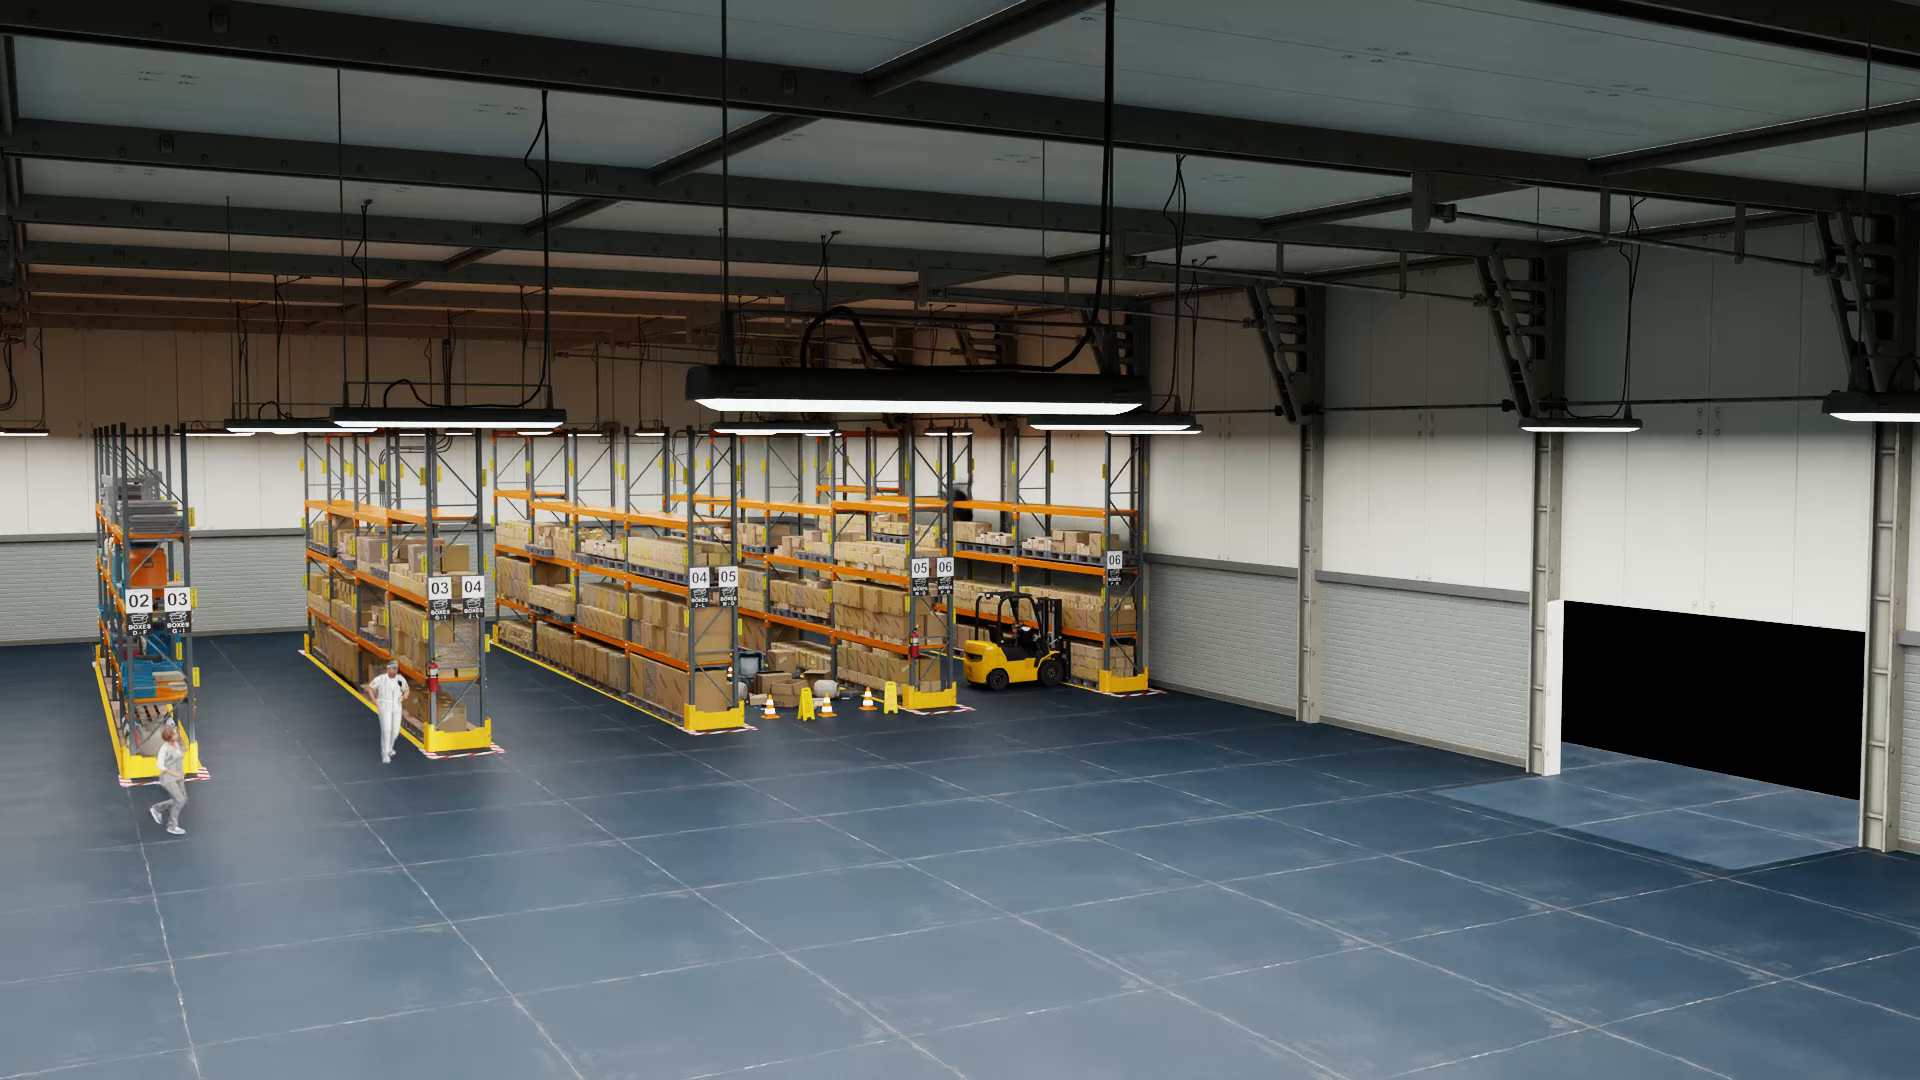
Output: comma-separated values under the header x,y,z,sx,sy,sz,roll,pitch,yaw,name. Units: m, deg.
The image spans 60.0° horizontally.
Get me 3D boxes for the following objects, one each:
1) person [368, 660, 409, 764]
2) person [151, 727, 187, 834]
x,y,z,sx,sy,sz,roll,pitch,yaw,name
-10.173,3.054,29.747,0.665,1.825,0.780,-3,4,-38,person
-11.500,3.485,24.130,0.575,1.559,0.564,0,3,-1,person
